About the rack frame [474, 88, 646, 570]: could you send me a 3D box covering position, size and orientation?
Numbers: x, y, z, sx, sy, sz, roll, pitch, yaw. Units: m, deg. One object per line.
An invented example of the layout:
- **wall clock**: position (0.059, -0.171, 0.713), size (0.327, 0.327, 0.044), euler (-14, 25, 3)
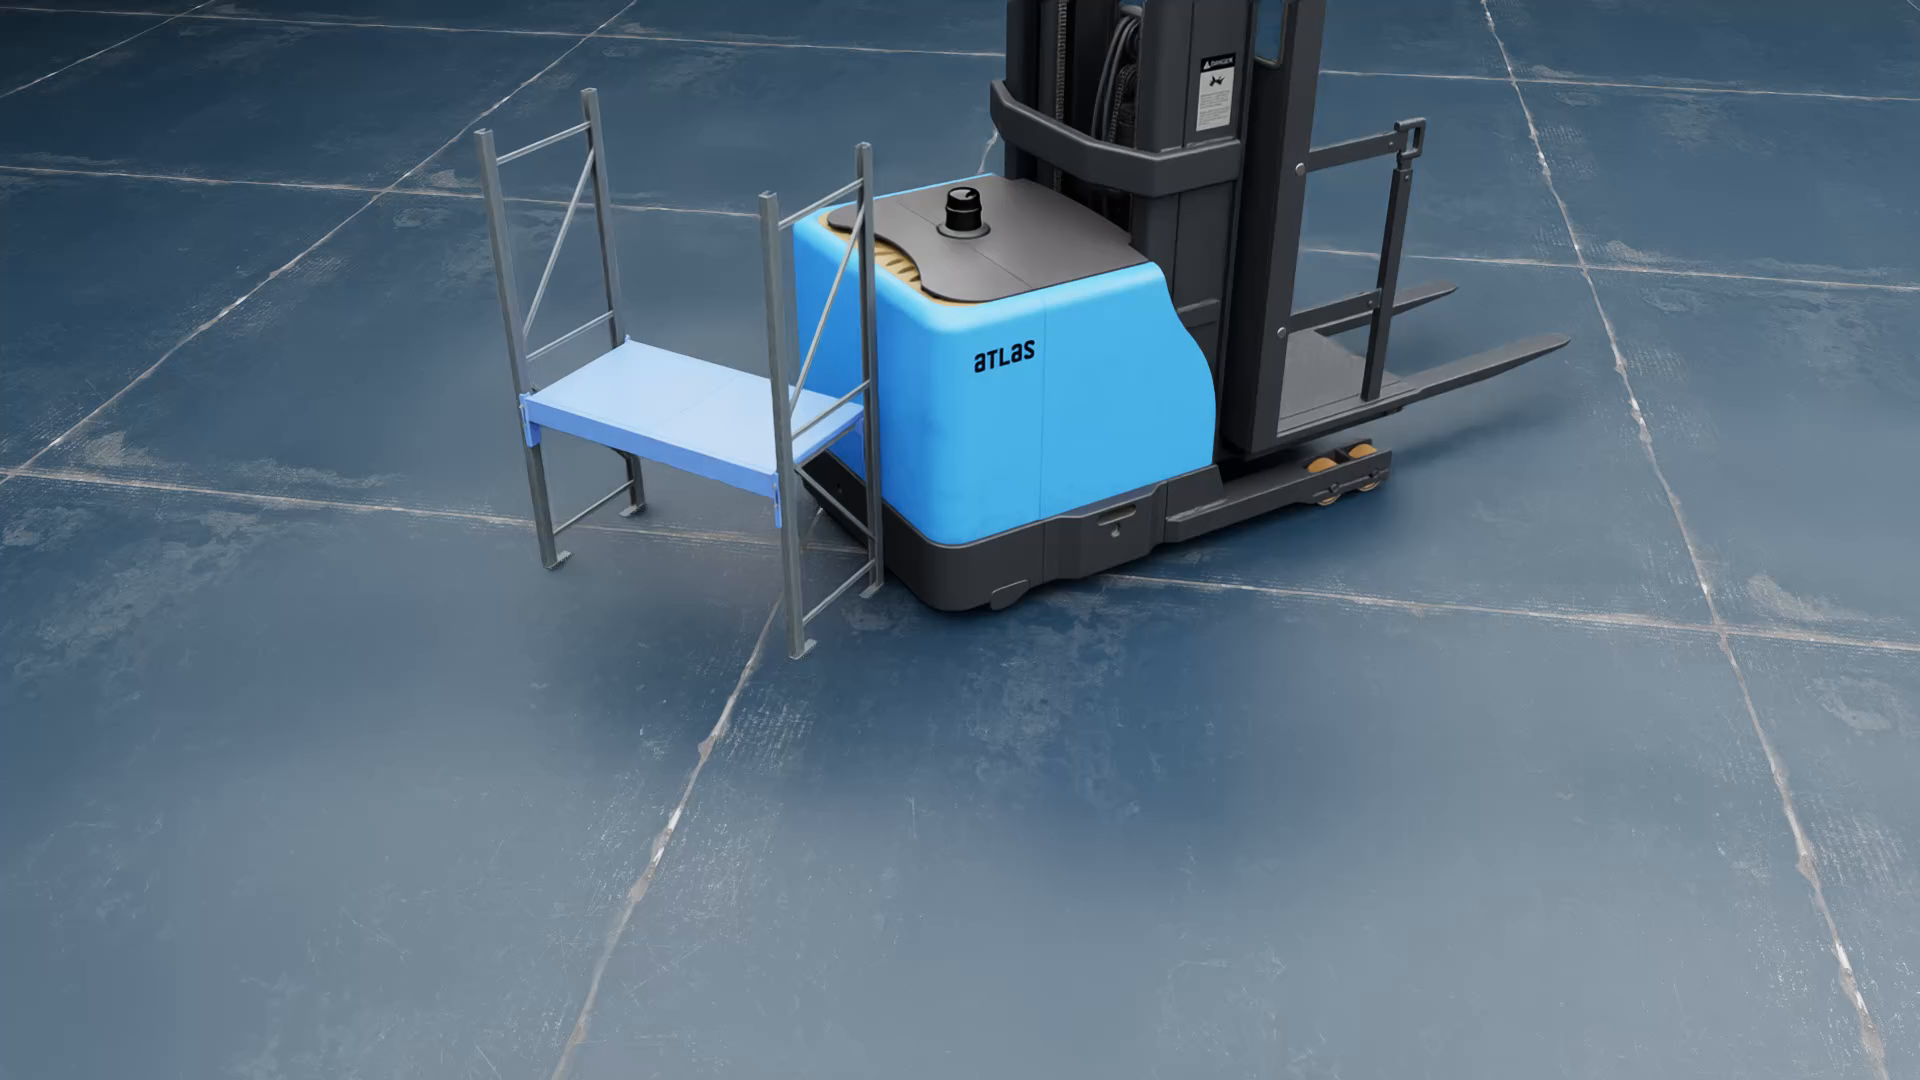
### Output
- **rack frame**: position (-1.266, -0.653, 5.379), size (0.032, 1.500, 0.500), euler (17, 36, 26)

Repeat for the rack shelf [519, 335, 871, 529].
- **rack shelf**: position (-0.828, -0.363, 5.255), size (1.000, 0.185, 0.538), euler (17, 36, 26)

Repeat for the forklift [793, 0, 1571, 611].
- **forklift**: position (0.965, -1.588, 5.525), size (3.031, 2.935, 1.130), euler (-18, 36, -26)

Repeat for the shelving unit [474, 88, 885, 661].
- **shelving unit**: position (-0.828, -0.515, 5.160), size (1.048, 1.500, 0.538), euler (17, 36, 26)

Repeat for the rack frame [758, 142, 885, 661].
- **rack frame**: position (-0.391, -0.378, 4.941), size (0.032, 1.500, 0.500), euler (17, 36, 26)
